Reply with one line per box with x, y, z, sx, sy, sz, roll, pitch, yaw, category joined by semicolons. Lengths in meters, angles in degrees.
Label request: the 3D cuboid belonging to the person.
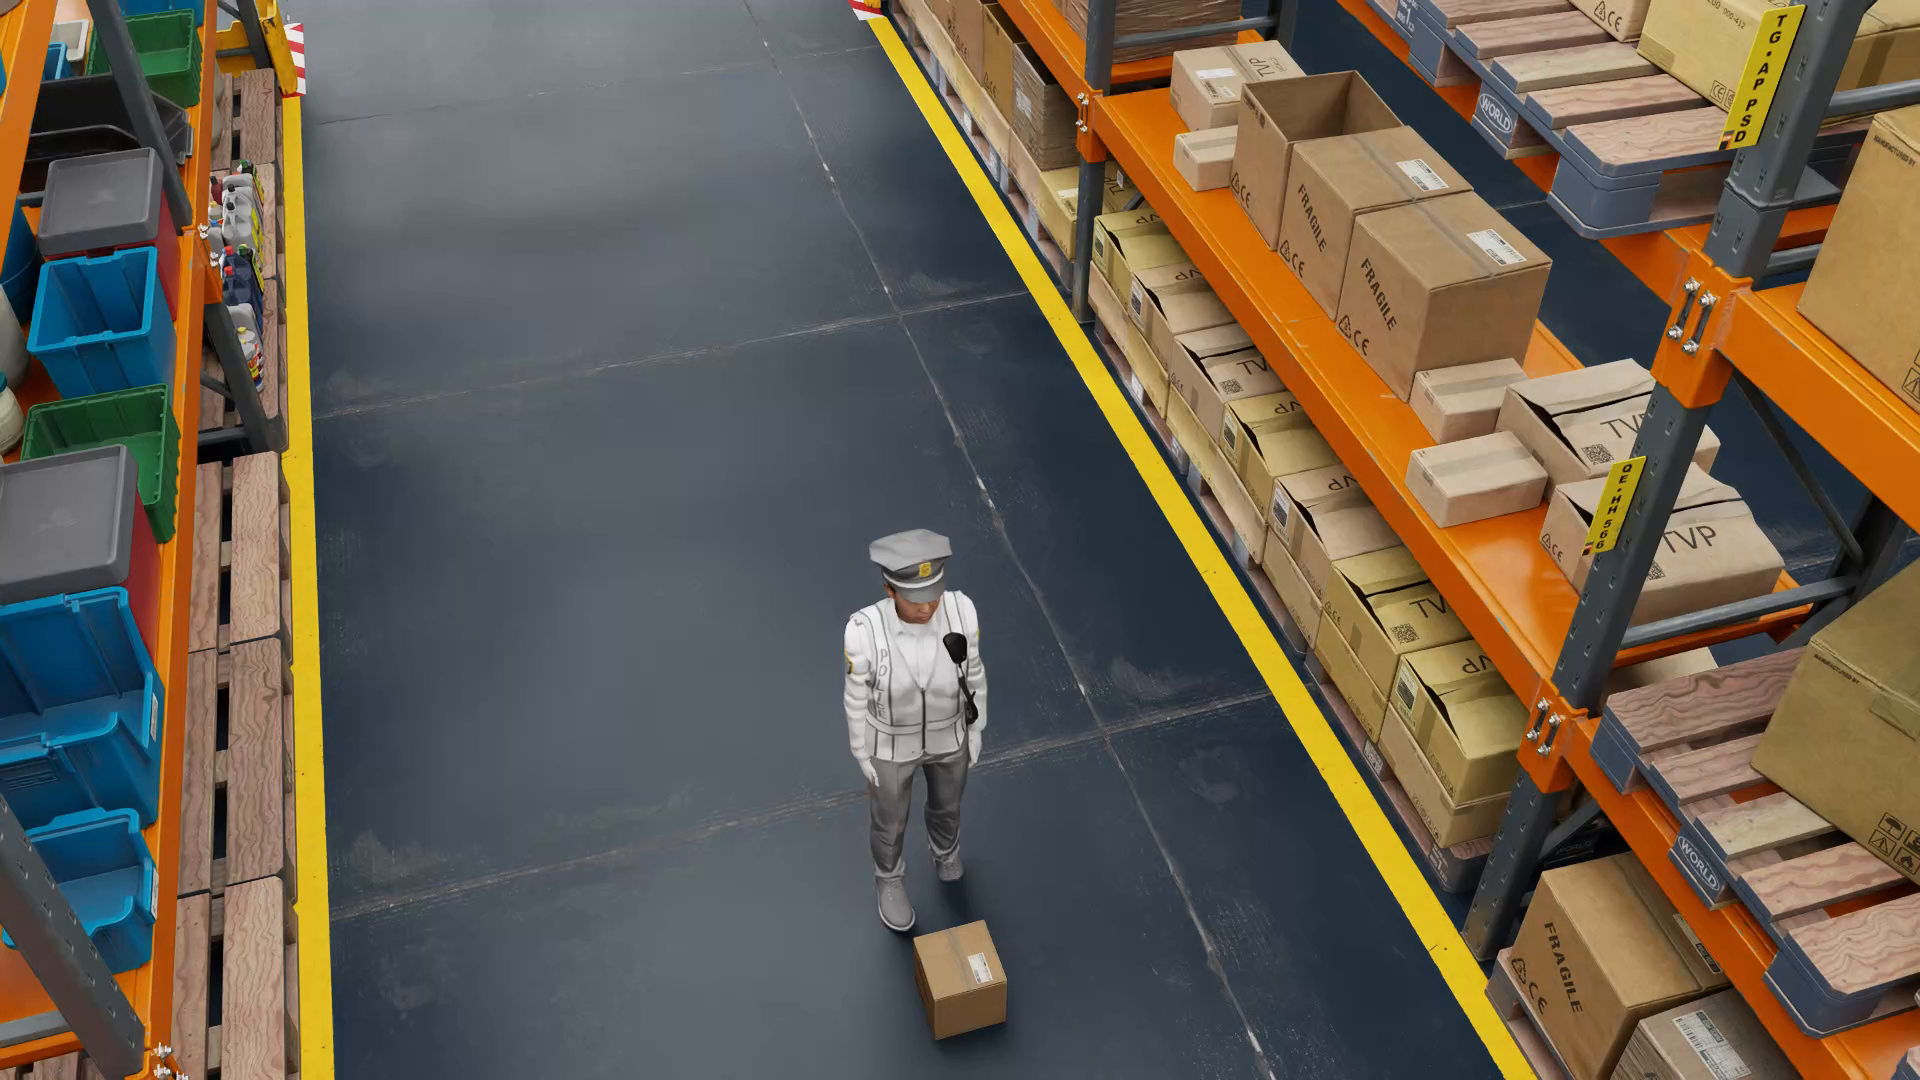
-0.136;0.664;5.475;0.468;1.752;0.357;-11;44;-12;person
